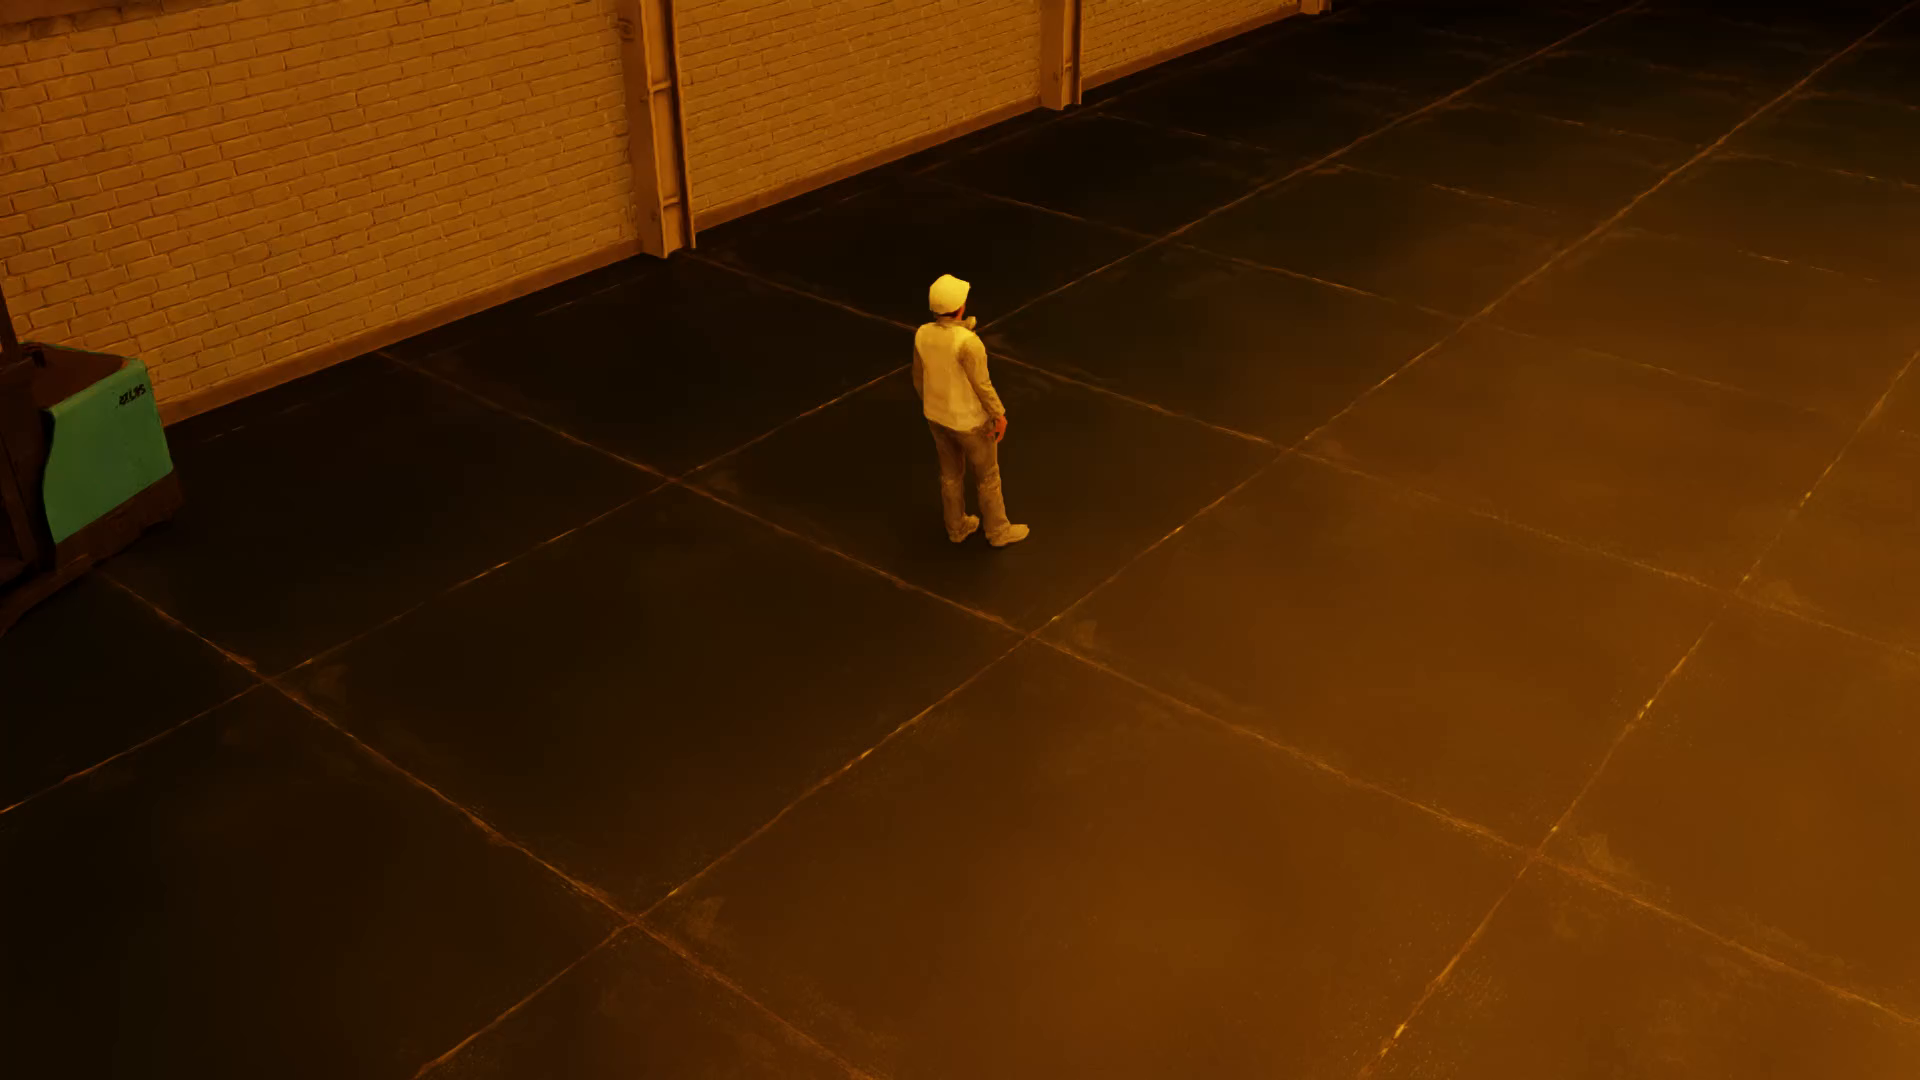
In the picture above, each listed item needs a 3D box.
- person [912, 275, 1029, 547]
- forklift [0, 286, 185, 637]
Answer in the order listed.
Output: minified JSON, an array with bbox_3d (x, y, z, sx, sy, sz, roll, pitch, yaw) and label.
[{"bbox_3d":[0.046,-0.794,10.086,0.632,1.773,0.567,22,37,33],"label":"person"},{"bbox_3d":[-5.981,-0.835,9.024,1.130,2.935,3.031,10,32,16],"label":"forklift"}]
